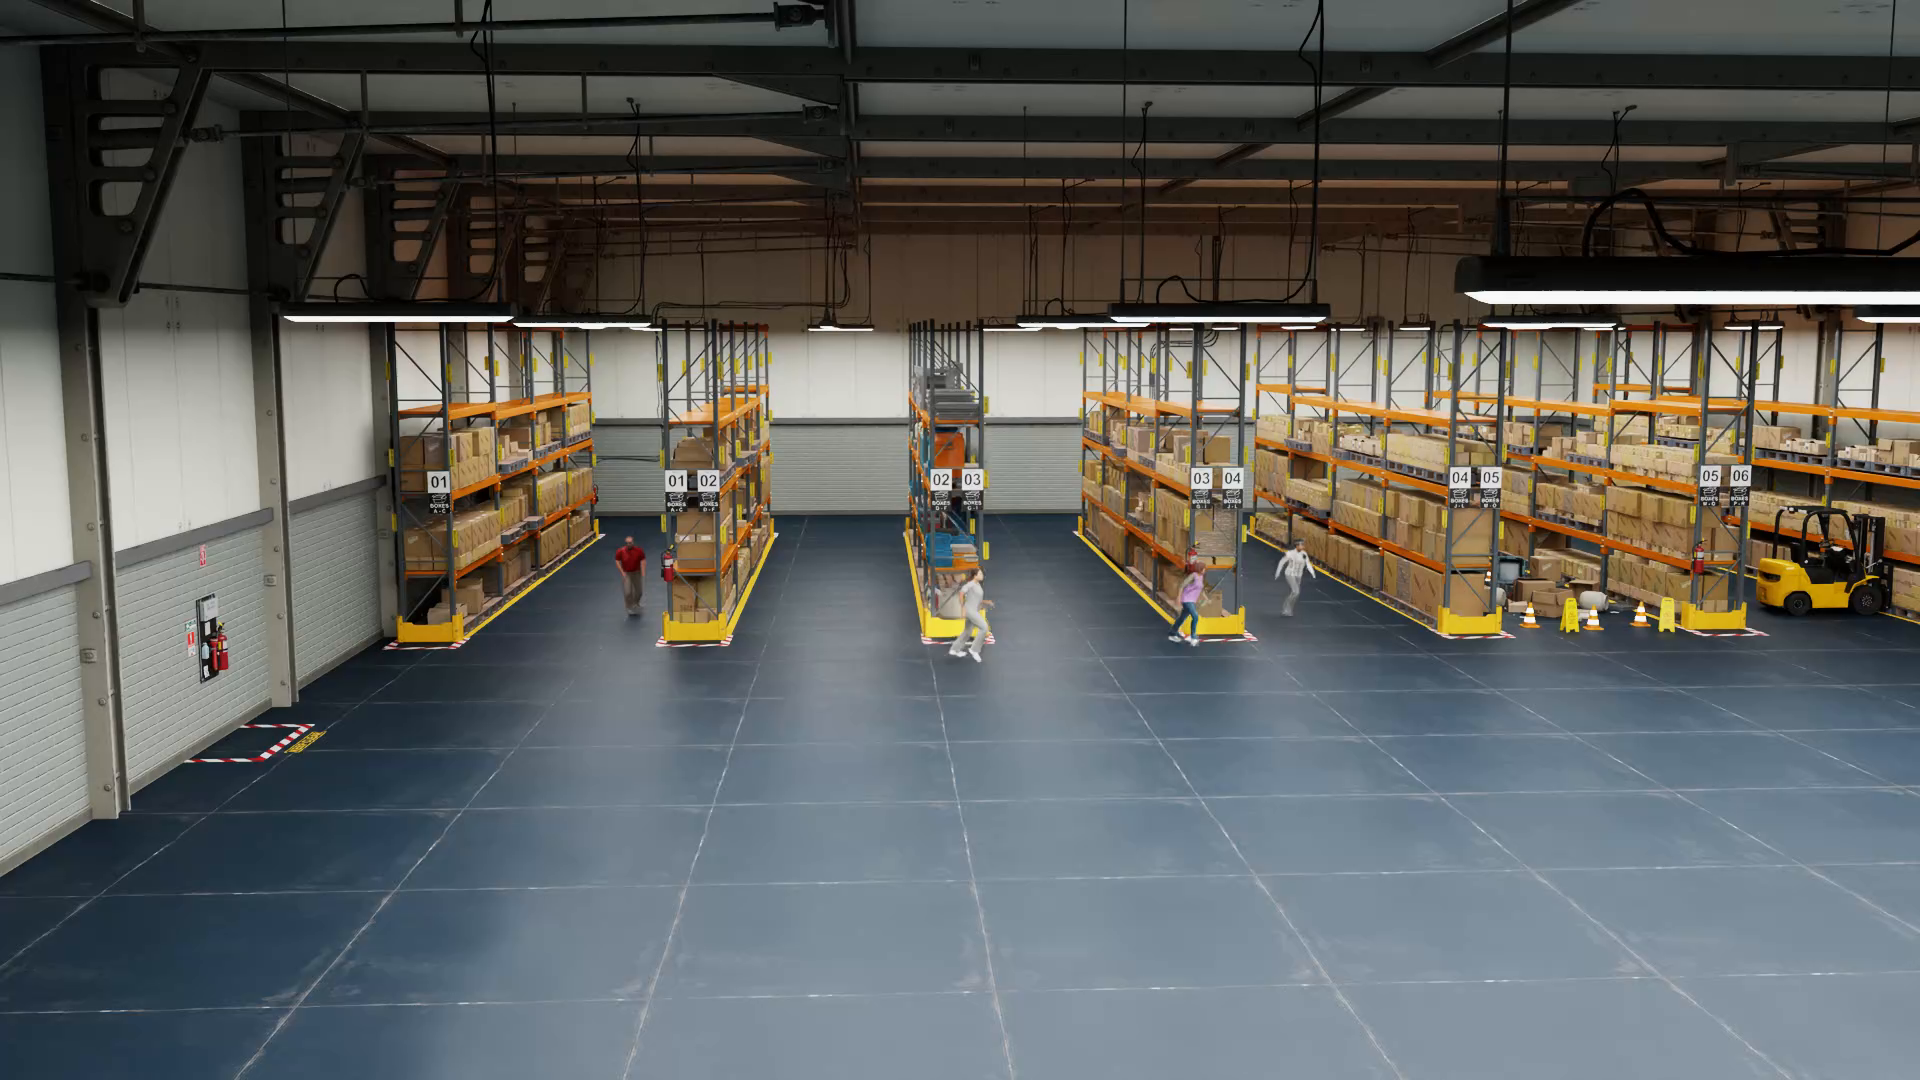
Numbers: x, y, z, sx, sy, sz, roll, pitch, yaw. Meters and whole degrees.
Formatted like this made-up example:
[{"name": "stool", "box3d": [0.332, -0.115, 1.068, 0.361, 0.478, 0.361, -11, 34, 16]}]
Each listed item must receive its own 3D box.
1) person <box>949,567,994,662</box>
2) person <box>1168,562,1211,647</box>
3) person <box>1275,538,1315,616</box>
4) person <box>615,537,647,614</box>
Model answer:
[{"name": "person", "box3d": [0.191, 1.306, 29.270, 0.811, 1.671, 0.512, 2, 7, 15]}, {"name": "person", "box3d": [4.243, 1.164, 30.820, 0.788, 1.554, 0.498, 4, 8, 30]}, {"name": "person", "box3d": [6.809, 0.754, 33.659, 0.517, 1.618, 0.776, -4, 8, -28]}, {"name": "person", "box3d": [-6.756, 0.702, 34.165, 0.673, 1.627, 0.833, -3, 8, -21]}]
